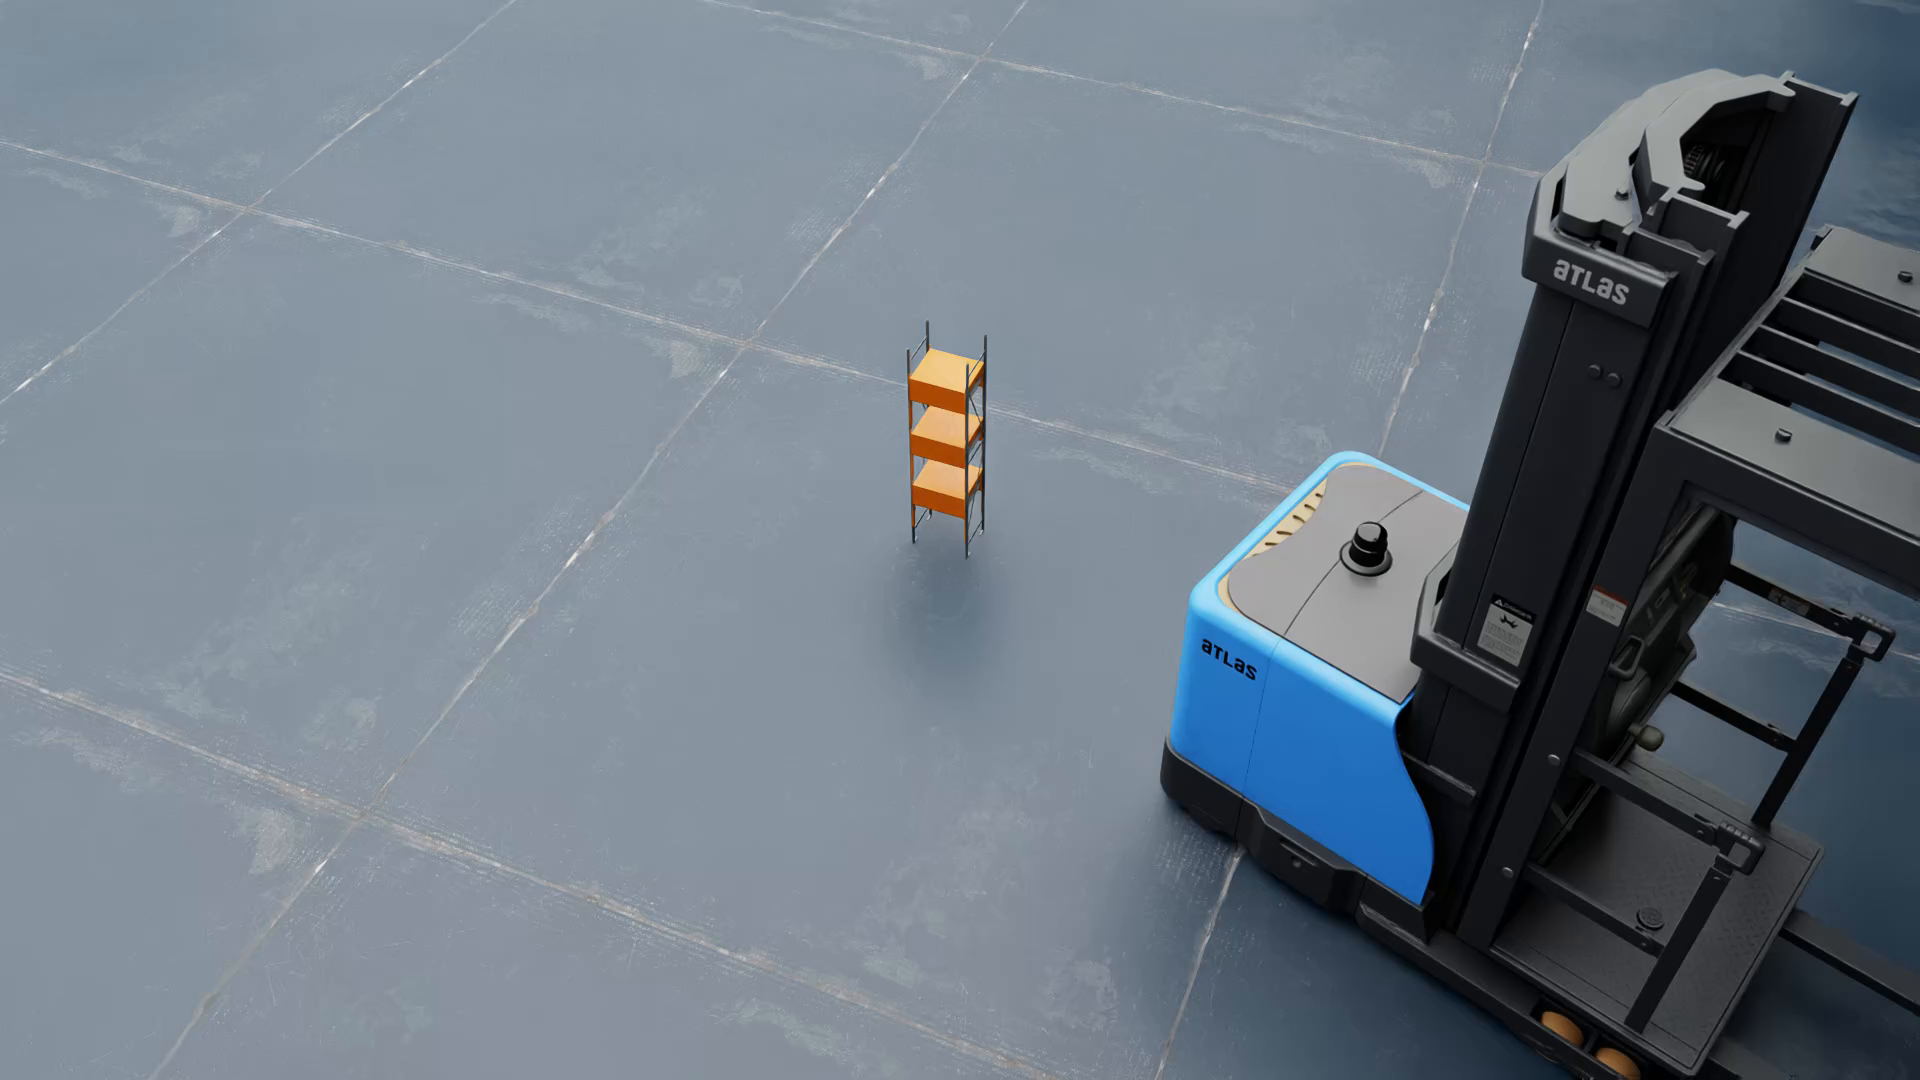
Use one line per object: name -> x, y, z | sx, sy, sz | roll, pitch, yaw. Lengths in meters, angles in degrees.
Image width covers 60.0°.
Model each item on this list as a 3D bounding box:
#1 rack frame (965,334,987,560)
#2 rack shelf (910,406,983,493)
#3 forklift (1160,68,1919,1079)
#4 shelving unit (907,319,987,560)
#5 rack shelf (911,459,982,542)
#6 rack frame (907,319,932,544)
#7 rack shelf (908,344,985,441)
rack frame -> 0.063, -0.354, 6.700 | 0.008, 1.050, 0.200 | 16, 47, 16
rack shelf -> -0.049, -0.379, 6.741 | 0.240, 0.259, 0.215 | 16, 47, 16
forklift -> 2.182, 0.314, 4.695 | 3.031, 2.935, 1.130 | 31, 53, 27
shelving unit -> -0.049, -0.387, 6.733 | 0.252, 1.050, 0.215 | 16, 47, 16
rack shelf -> -0.049, -0.182, 6.937 | 0.240, 0.259, 0.215 | 16, 47, 16
rack frame -> -0.162, -0.420, 6.767 | 0.008, 1.050, 0.200 | 16, 47, 16
rack shelf -> -0.049, -0.580, 6.541 | 0.240, 0.259, 0.215 | 16, 47, 16
